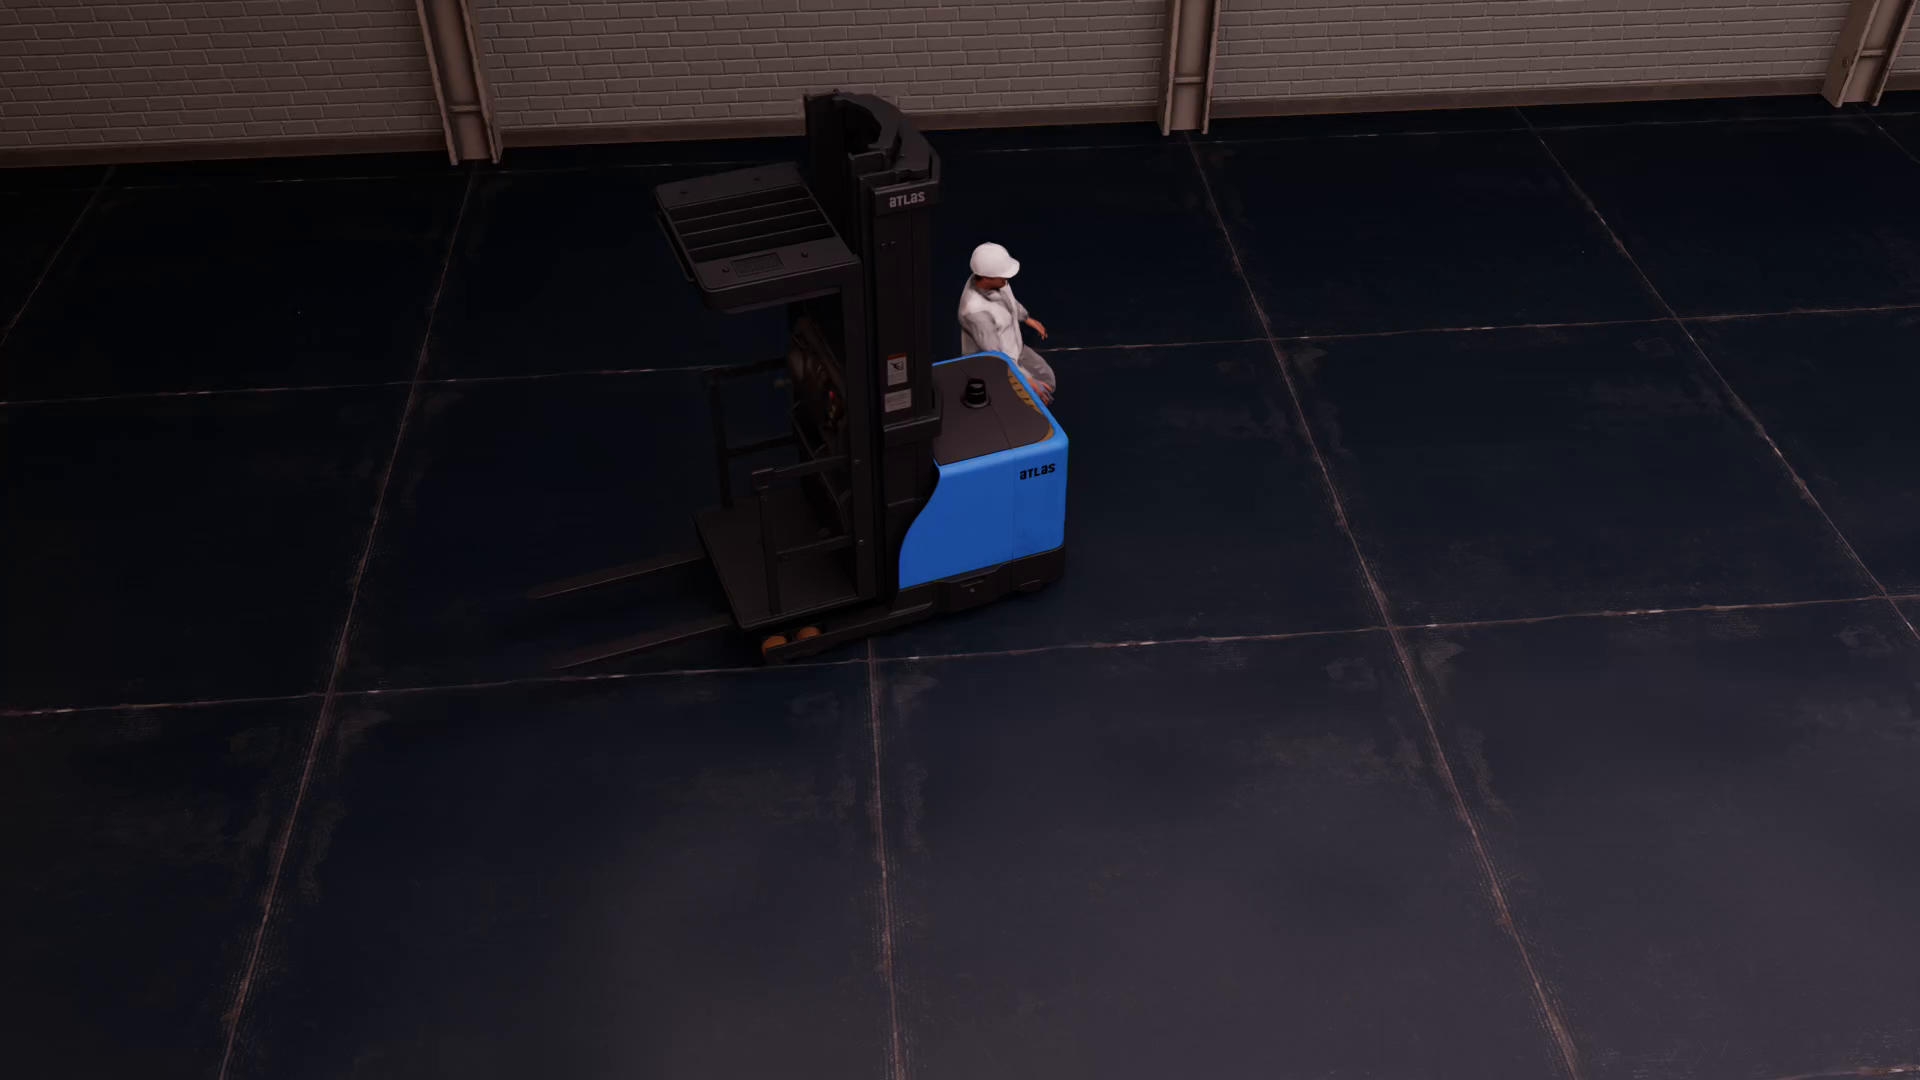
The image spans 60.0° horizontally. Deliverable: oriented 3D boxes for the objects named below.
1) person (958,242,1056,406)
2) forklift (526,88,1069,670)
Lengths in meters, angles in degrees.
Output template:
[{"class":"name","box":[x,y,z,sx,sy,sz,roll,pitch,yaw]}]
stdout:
[{"class":"person","box":[0.321,-1.106,10.244,0.681,1.639,0.780,11,42,12]},{"class":"forklift","box":[-0.950,-0.802,8.875,3.031,2.935,1.130,-14,43,-16]}]
